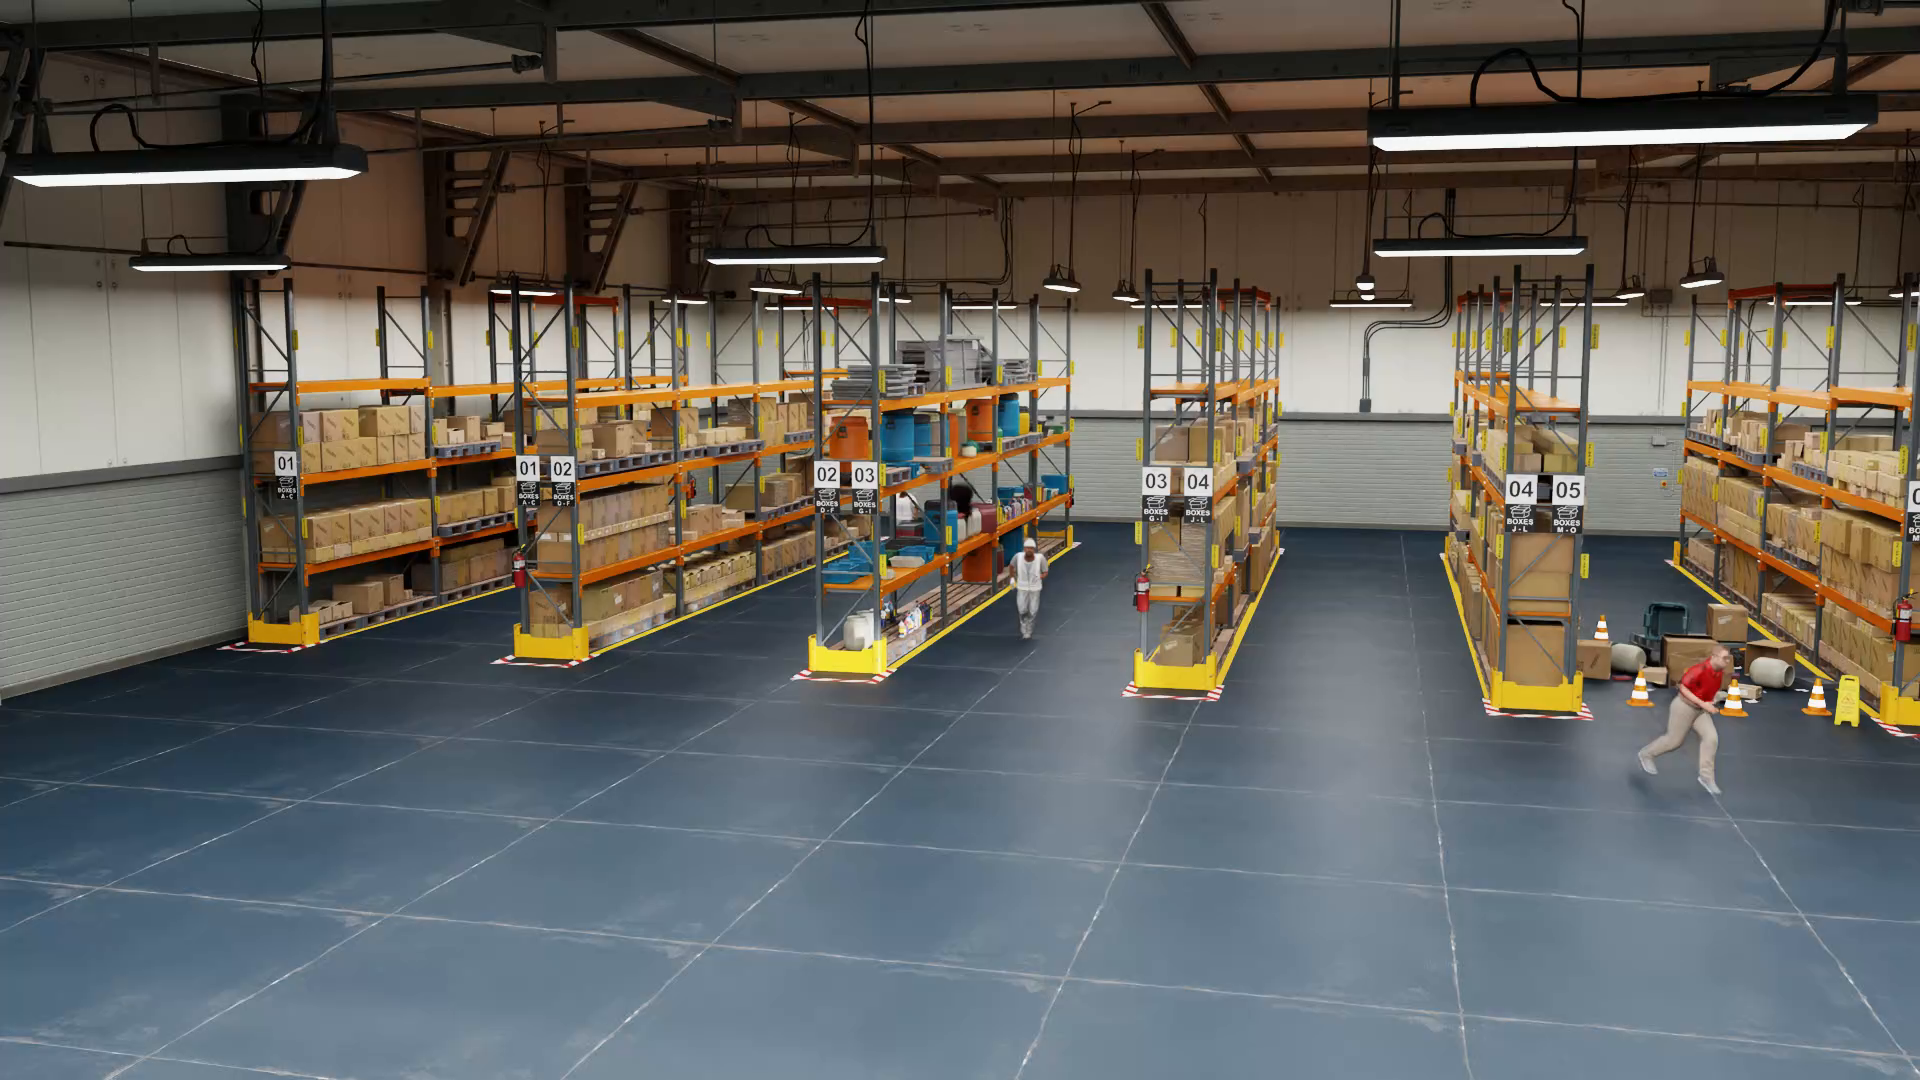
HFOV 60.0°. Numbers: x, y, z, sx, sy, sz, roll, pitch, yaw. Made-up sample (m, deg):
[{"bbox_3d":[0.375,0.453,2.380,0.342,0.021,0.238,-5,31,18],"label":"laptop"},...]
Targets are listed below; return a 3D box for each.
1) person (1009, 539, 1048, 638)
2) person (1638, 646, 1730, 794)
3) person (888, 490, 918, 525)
[{"bbox_3d":[1.146,0.823,27.642,0.639,1.696,0.730,0,7,0],"label":"person"},{"bbox_3d":[8.174,1.971,18.774,0.703,1.694,1.020,-5,9,-38],"label":"person"},{"bbox_3d":[-1.326,-0.482,38.694,0.703,1.723,0.588,1,7,6],"label":"person"}]
